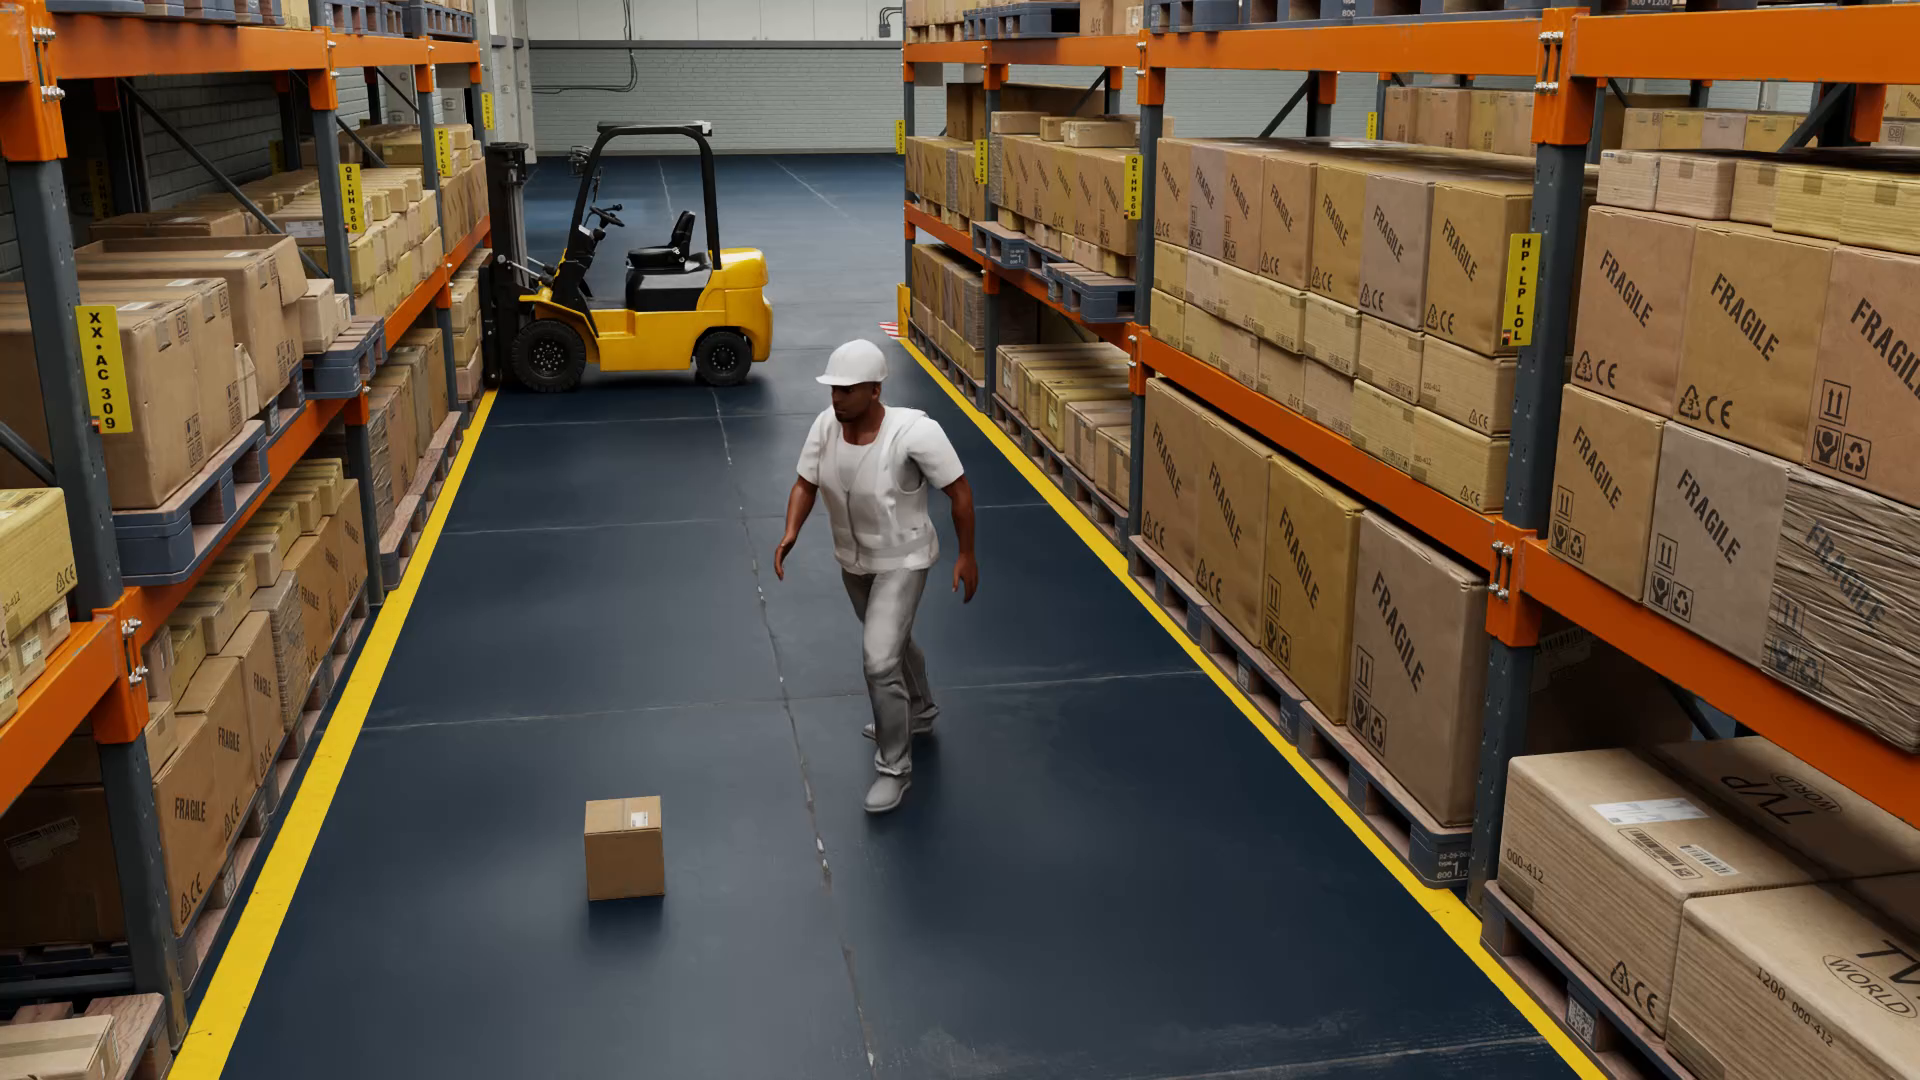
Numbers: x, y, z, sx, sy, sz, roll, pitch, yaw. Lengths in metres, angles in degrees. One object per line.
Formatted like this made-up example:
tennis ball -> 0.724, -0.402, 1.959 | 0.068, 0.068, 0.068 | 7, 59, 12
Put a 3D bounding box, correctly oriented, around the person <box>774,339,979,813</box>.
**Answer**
person -> -0.296, 0.073, 6.283 | 0.689, 1.695, 0.819 | 14, 21, 39
